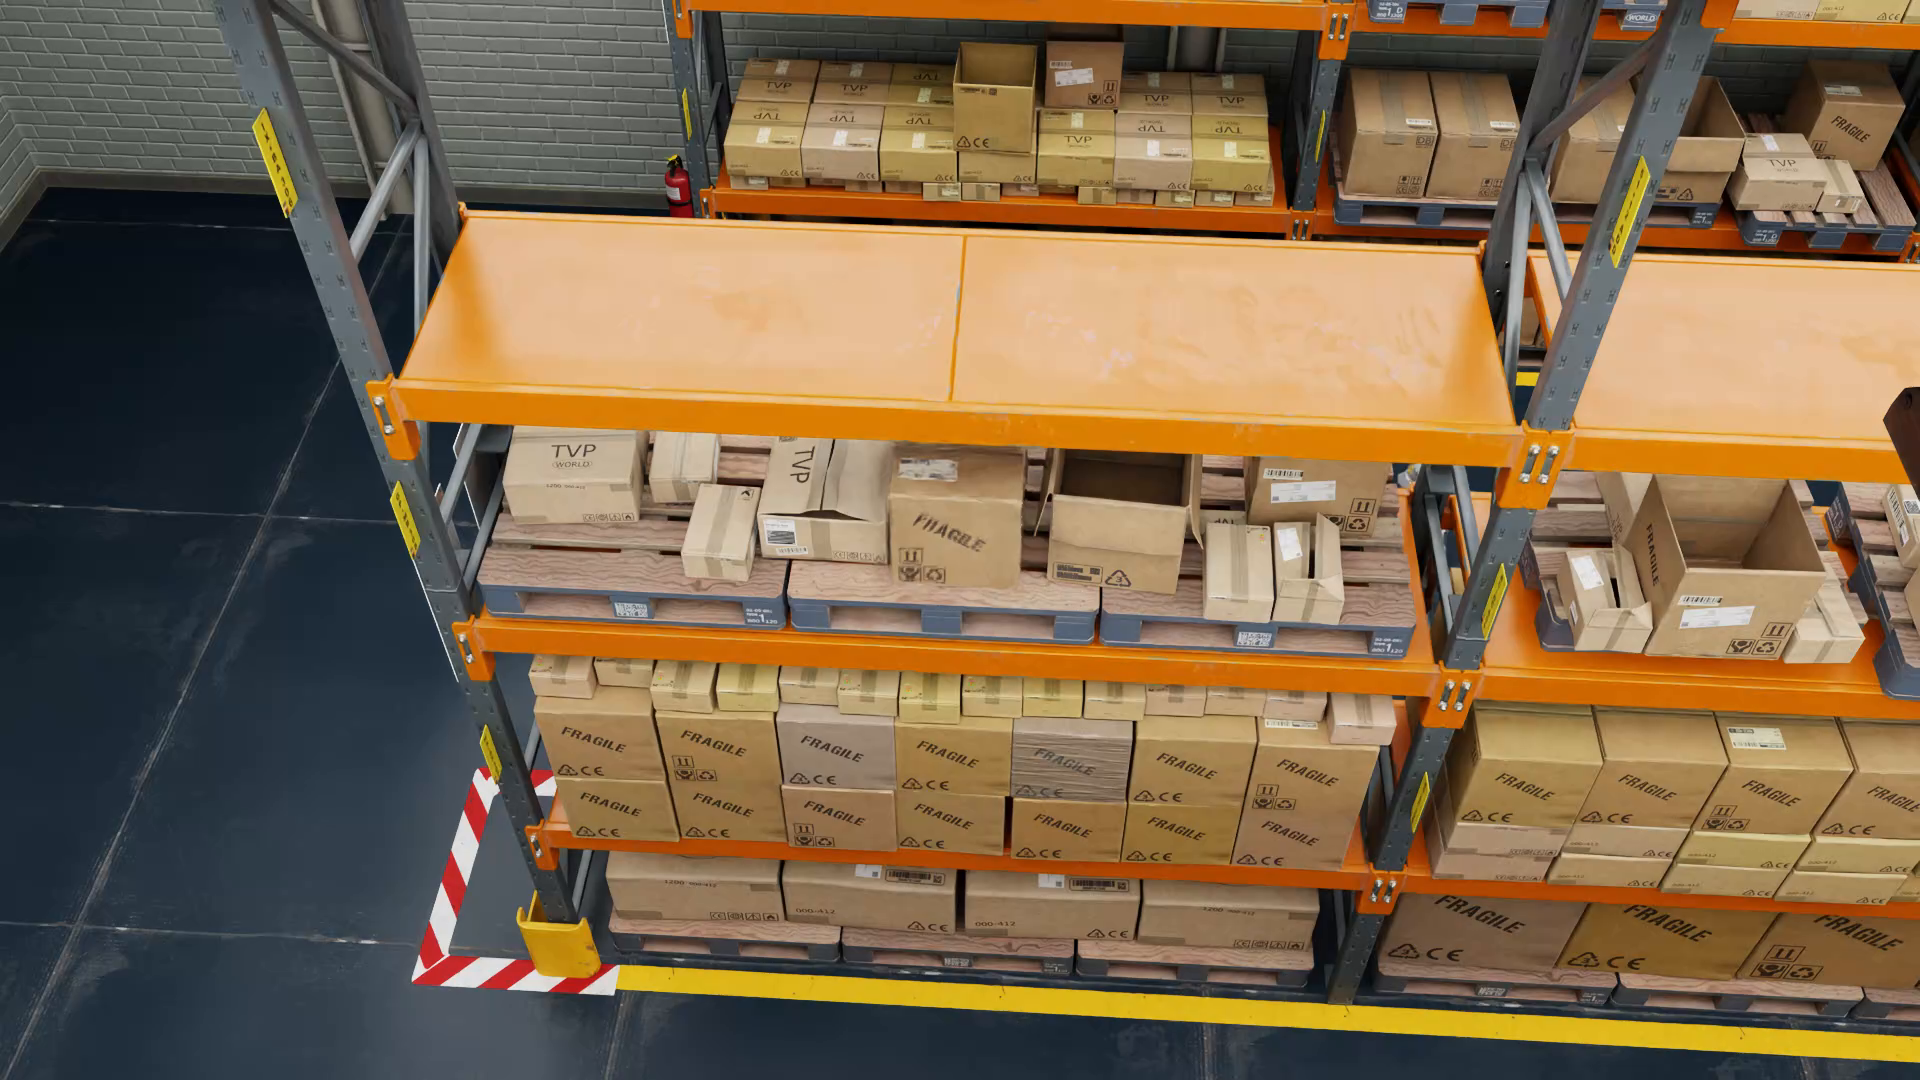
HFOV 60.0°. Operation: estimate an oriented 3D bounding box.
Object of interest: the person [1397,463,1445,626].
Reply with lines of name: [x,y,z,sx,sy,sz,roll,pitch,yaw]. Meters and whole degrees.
person: [2.534,0.188,9.478,0.594,1.738,0.461,-1,48,-1]
